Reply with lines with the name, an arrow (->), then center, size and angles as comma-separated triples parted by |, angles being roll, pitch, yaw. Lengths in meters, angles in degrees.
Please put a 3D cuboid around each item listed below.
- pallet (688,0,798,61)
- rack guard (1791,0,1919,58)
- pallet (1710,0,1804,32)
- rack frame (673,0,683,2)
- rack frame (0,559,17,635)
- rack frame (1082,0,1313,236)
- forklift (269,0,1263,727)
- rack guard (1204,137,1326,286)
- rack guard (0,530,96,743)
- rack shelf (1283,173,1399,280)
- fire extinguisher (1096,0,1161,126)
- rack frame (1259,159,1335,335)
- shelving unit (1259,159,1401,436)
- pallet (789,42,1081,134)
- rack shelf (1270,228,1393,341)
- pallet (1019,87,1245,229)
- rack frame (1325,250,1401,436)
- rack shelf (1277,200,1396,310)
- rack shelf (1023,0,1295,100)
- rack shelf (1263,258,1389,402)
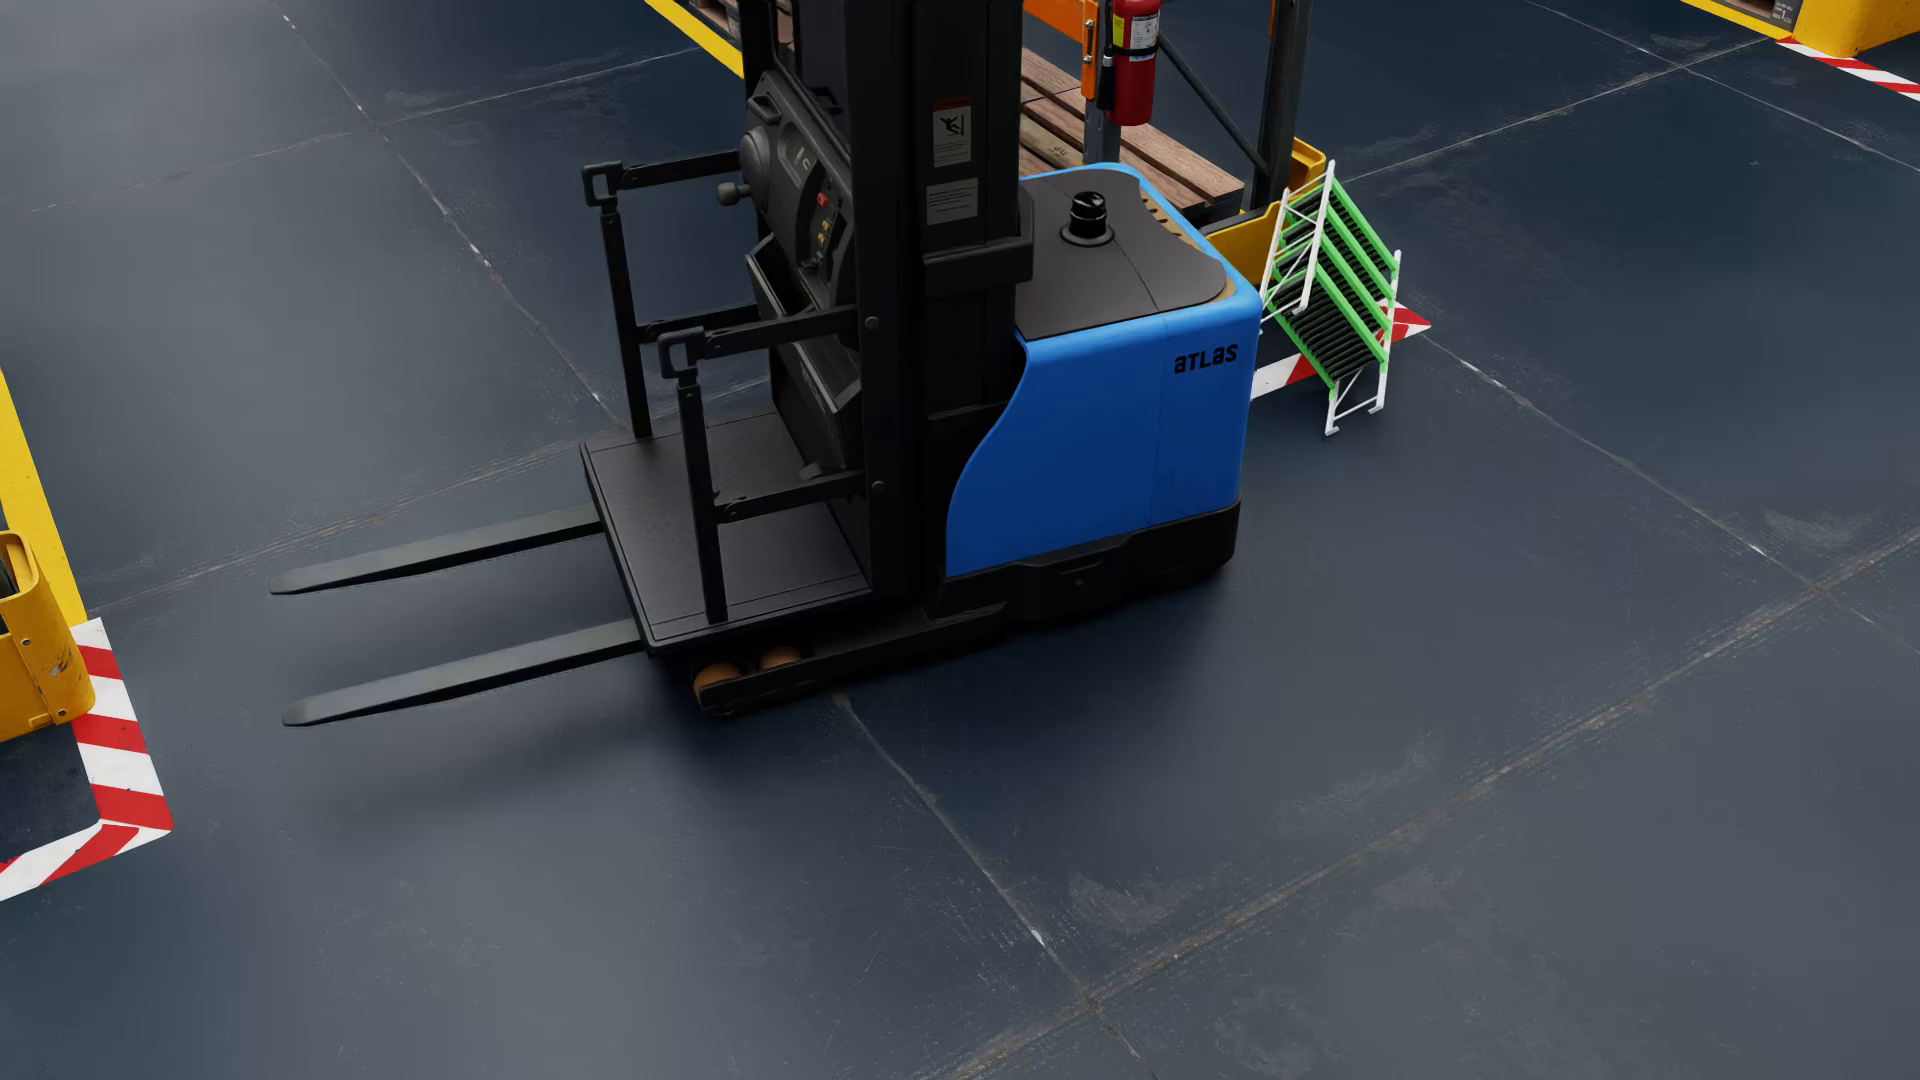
pallet -> -0.795, -2.943, 9.117 | 1.003, 0.211, 1.213 | -22, 45, -24
rack guard -> 5.065, -3.022, 8.986 | 1.175, 0.500, 0.348 | -22, 45, -24
pallet -> 4.635, -3.341, 9.595 | 1.003, 0.211, 1.213 | -22, 45, -24
rack frame -> -1.224, -4.397, 8.684 | 1.000, 3.000, 0.127 | -22, 45, -24
rack frame -> -3.249, -0.534, 4.047 | 1.000, 3.000, 0.127 | -22, 45, -24
rack frame -> 0.927, -2.238, 6.093 | 1.000, 3.000, 0.127 | -22, 45, -24
forklift -> -0.646, -0.971, 4.626 | 3.031, 2.935, 1.130 | -14, 42, -16
rack guard -> 0.951, -1.270, 6.883 | 1.175, 0.500, 0.348 | -22, 45, -24
rack guard -> -3.236, 0.440, 4.832 | 1.175, 0.500, 0.348 | -22, 45, -24
rack shelf -> 1.547, -1.218, 6.783 | 0.258, 0.480, 0.148 | -29, 24, 34
fire extinguisher -> 0.625, -1.828, 5.952 | 0.296, 0.674, 0.183 | -22, 45, -24
rack frame -> 1.285, -1.136, 6.386 | 0.240, 0.015, 1.200 | -29, 24, 34
shelving unit -> 1.441, -0.967, 6.468 | 0.258, 0.503, 1.200 | -29, 24, 34
pallet -> -0.135, -2.284, 8.325 | 1.003, 0.211, 1.213 | -22, 45, -24
rack shelf -> 1.424, -0.929, 6.419 | 0.258, 0.480, 0.148 | -29, 24, 34
pallet -> 0.517, -1.626, 7.536 | 1.003, 0.211, 1.213 | -22, 45, -24
rack frame -> 1.596, -0.798, 6.550 | 0.240, 0.015, 1.200 | -29, 24, 34
rack shelf -> 1.485, -1.073, 6.601 | 0.258, 0.480, 0.148 | -29, 24, 34
rack shelf -> -0.148, -3.042, 7.619 | 1.077, 0.370, 4.000 | -22, 45, -24
rack shelf -> 1.363, -0.784, 6.237 | 0.258, 0.480, 0.148 | -29, 24, 34
